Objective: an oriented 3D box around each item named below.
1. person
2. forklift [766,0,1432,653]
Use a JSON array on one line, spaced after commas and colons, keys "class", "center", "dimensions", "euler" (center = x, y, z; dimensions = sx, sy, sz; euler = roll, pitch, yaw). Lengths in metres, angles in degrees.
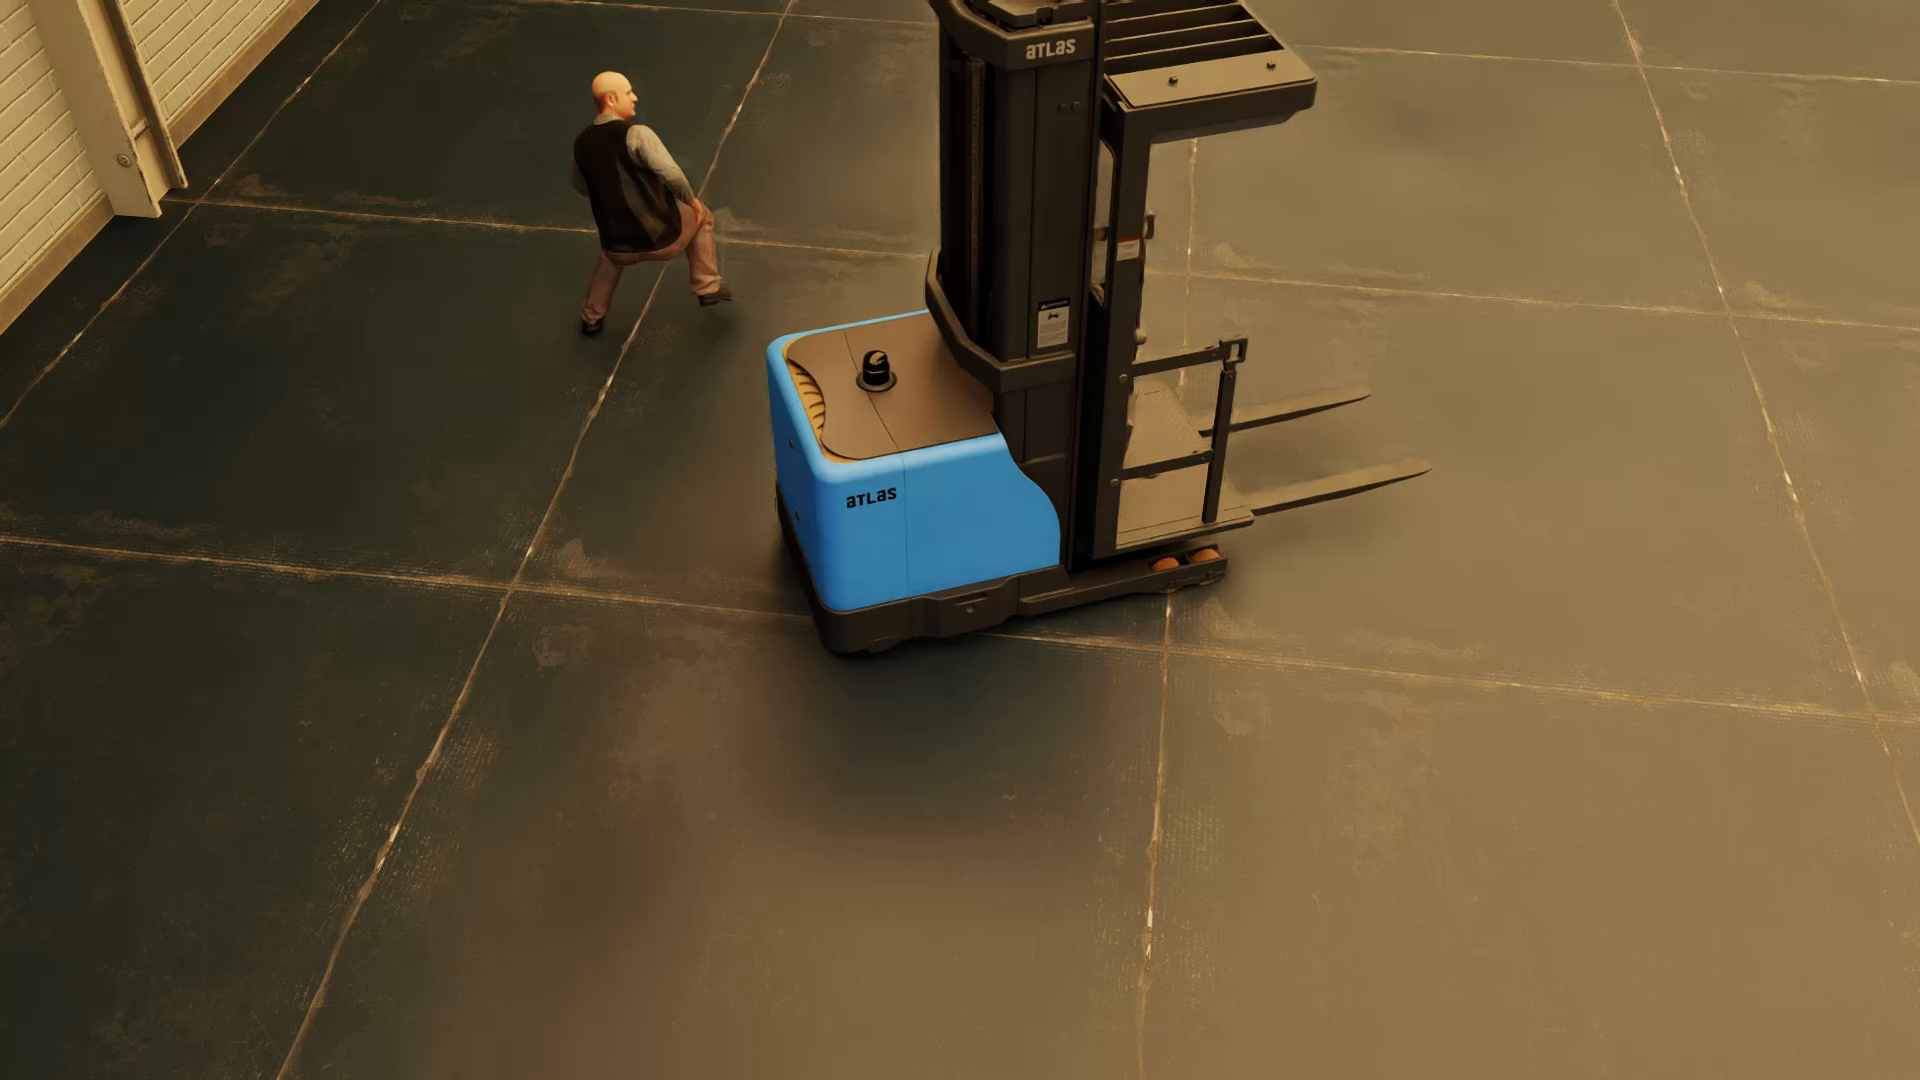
[{"class": "person", "center": [-1.687, -1.720, 8.716], "dimensions": [0.830, 1.501, 0.667], "euler": [8, 43, 8]}, {"class": "forklift", "center": [0.714, -1.164, 6.992], "dimensions": [3.031, 2.935, 1.130], "euler": [-12, 44, -13]}]
